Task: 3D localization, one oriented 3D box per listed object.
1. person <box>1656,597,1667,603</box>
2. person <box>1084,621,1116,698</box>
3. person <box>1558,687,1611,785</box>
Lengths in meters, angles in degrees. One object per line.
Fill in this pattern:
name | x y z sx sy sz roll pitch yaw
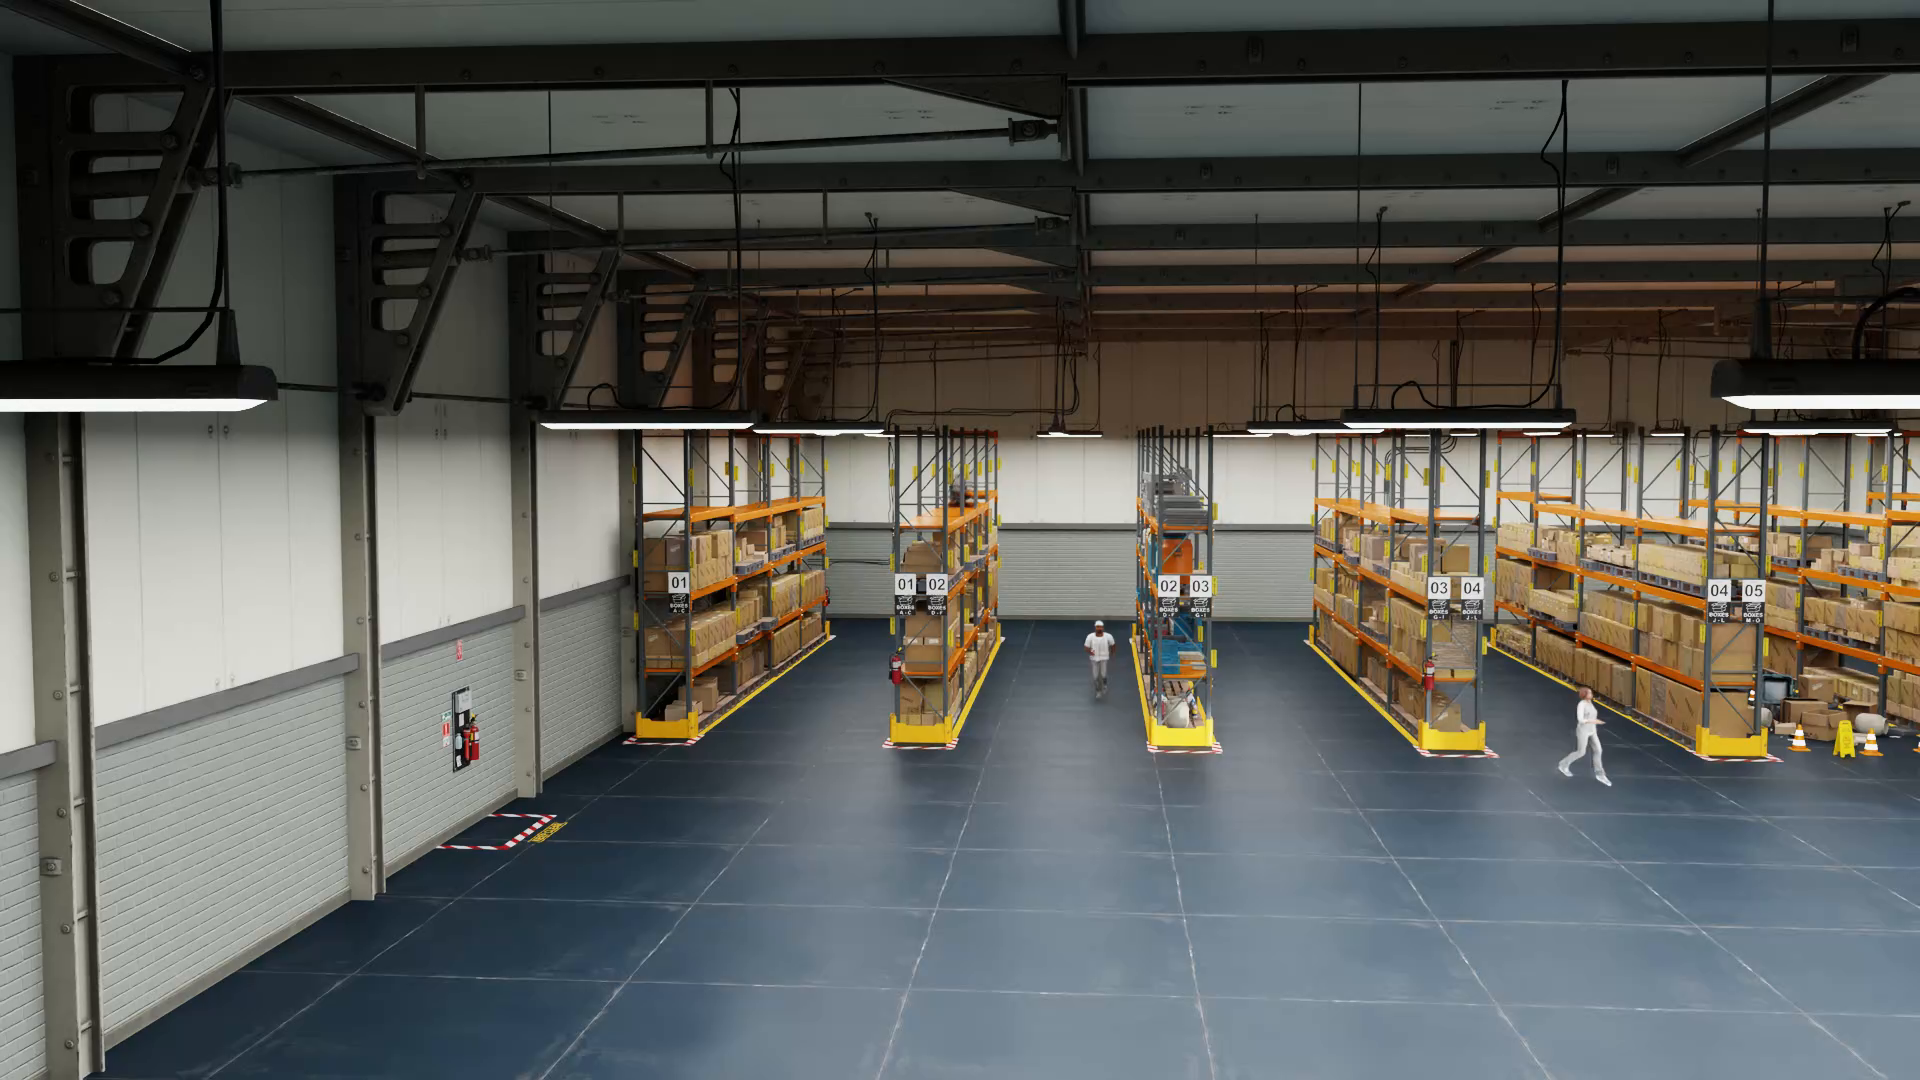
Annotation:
person | 19.968 2.087 47.206 0.526 1.622 0.649 1 3 10
person | 3.085 2.645 36.710 0.691 1.724 0.586 0 3 7
person | 10.460 3.264 27.812 0.548 1.579 0.868 -3 5 -44
